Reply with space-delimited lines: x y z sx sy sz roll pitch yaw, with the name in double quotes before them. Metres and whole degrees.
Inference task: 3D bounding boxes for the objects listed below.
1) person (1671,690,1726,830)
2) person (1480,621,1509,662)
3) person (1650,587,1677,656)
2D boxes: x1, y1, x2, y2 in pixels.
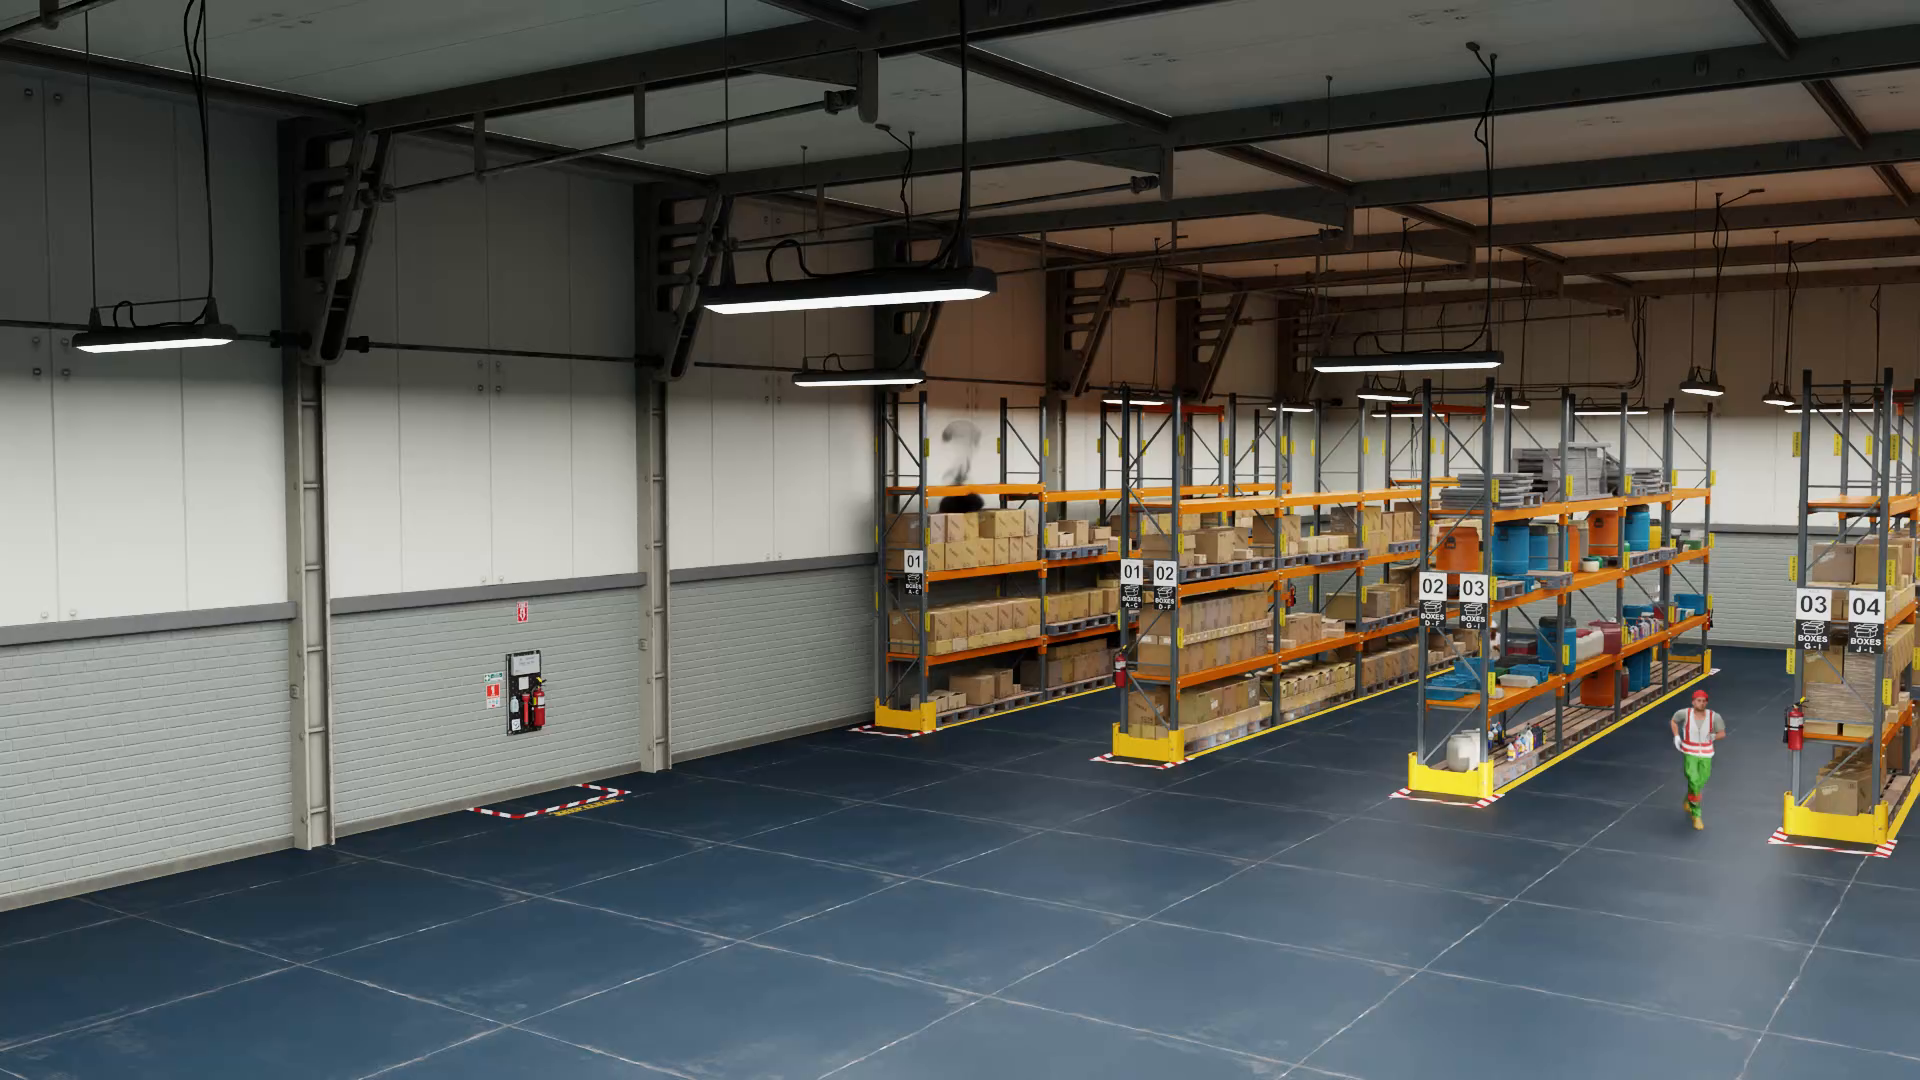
"person" 9.837 2.899 22.161 0.613 1.847 0.870 0 3 8
"person" 10.206 2.377 31.743 0.685 1.719 0.919 2 4 33
"person" 16.584 1.943 39.303 0.661 1.807 0.878 -3 4 -40
